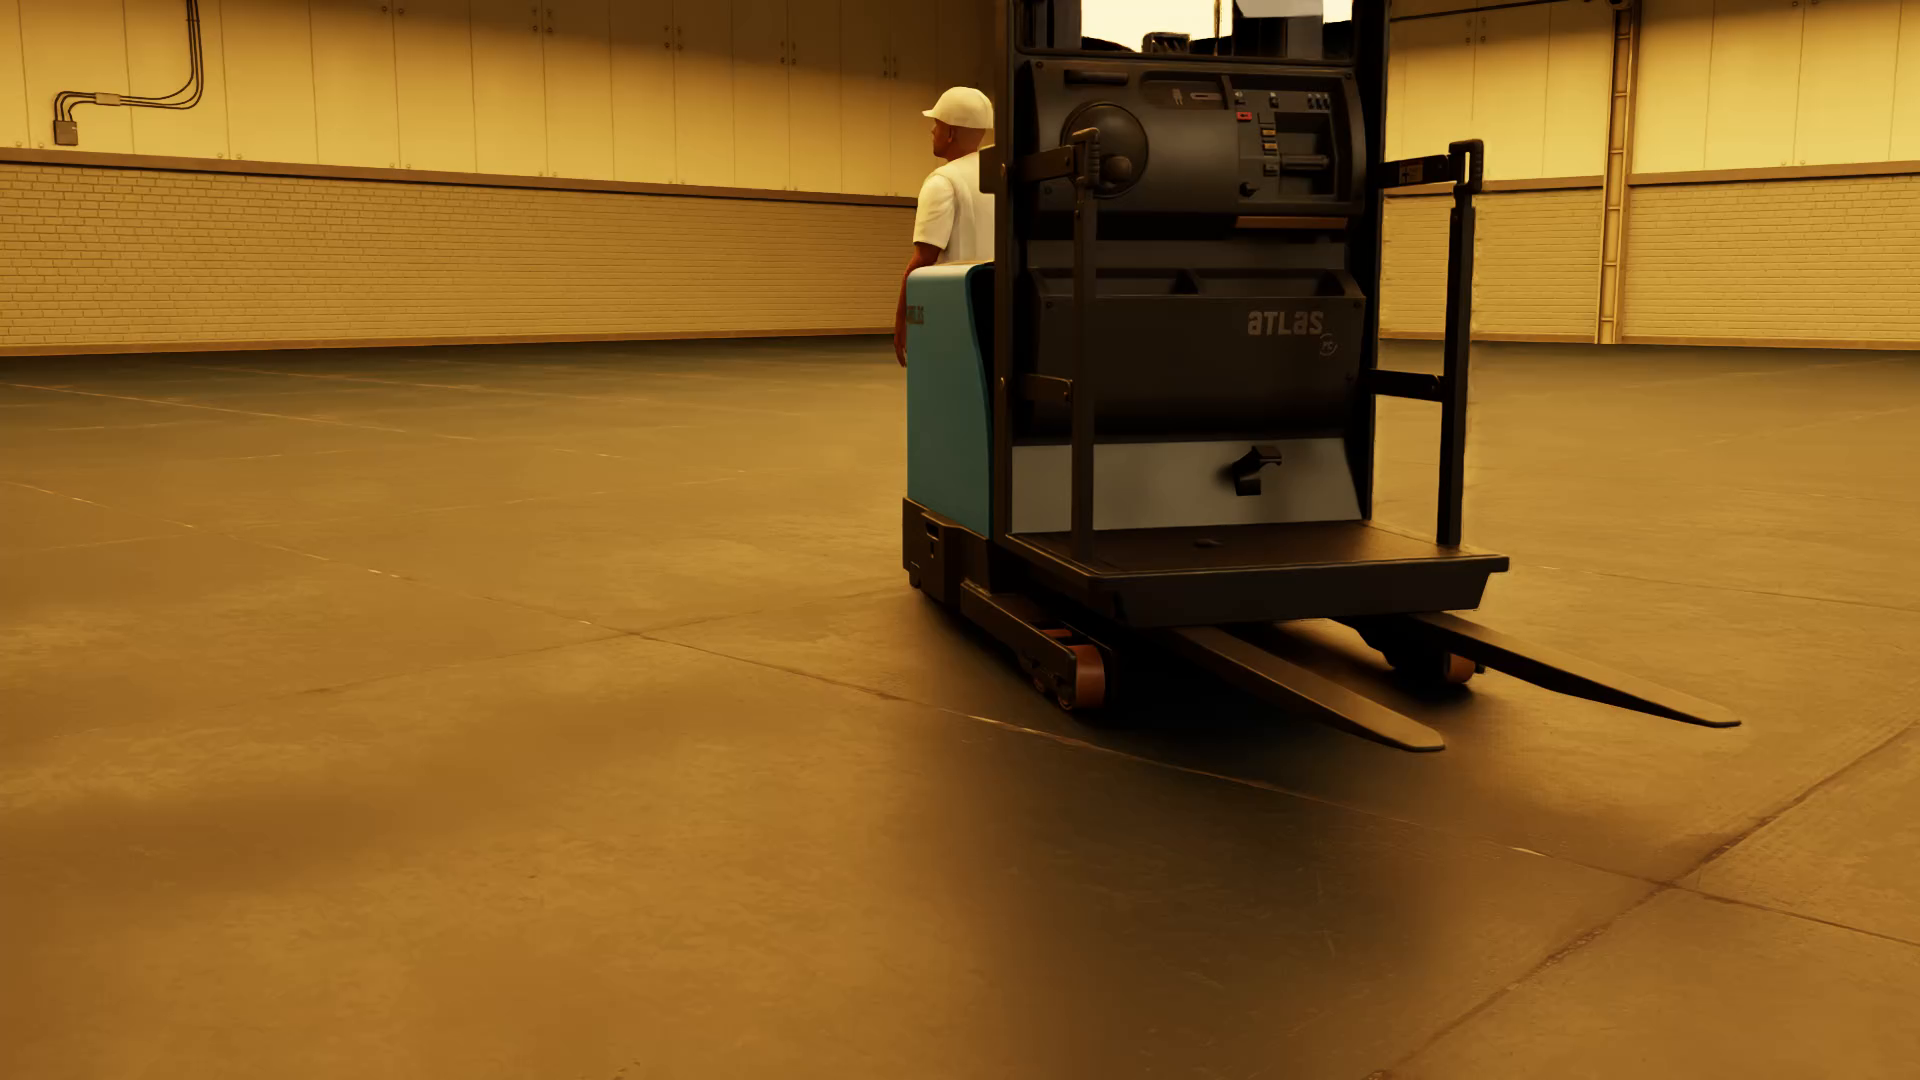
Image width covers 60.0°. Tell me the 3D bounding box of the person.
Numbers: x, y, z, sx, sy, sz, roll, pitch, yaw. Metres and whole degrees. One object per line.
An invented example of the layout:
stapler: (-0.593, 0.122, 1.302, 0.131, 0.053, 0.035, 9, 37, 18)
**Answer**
person: (-0.046, -0.888, 6.636, 0.577, 1.765, 0.666, 8, 12, 43)

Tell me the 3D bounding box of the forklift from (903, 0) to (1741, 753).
forklift: (0.694, -1.101, 4.187, 1.130, 2.935, 3.031, -2, 9, -15)
